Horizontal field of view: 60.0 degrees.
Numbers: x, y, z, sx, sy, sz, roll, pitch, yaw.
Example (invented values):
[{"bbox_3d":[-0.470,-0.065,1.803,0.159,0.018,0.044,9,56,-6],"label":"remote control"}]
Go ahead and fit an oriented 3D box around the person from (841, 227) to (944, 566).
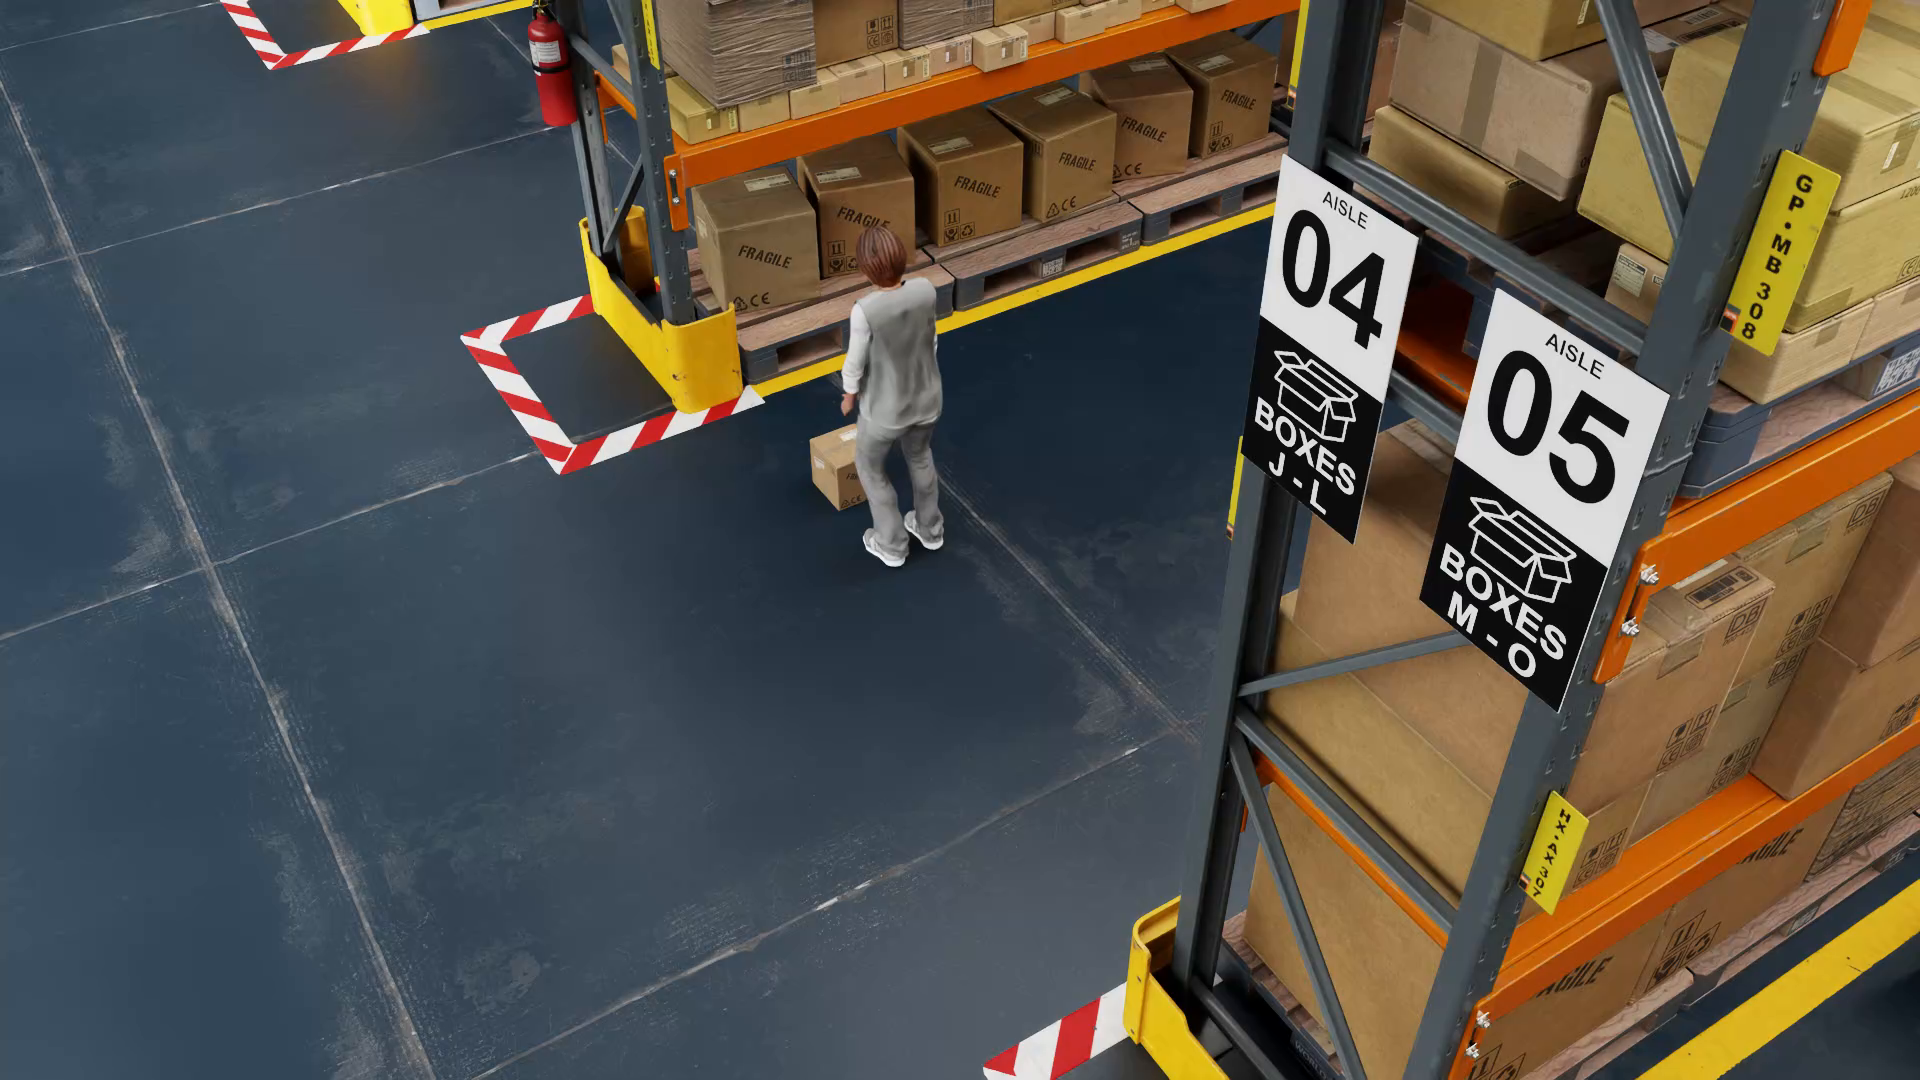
[{"bbox_3d":[-0.276,-0.549,6.833,0.423,1.549,0.368,-22,46,-23],"label":"person"}]
